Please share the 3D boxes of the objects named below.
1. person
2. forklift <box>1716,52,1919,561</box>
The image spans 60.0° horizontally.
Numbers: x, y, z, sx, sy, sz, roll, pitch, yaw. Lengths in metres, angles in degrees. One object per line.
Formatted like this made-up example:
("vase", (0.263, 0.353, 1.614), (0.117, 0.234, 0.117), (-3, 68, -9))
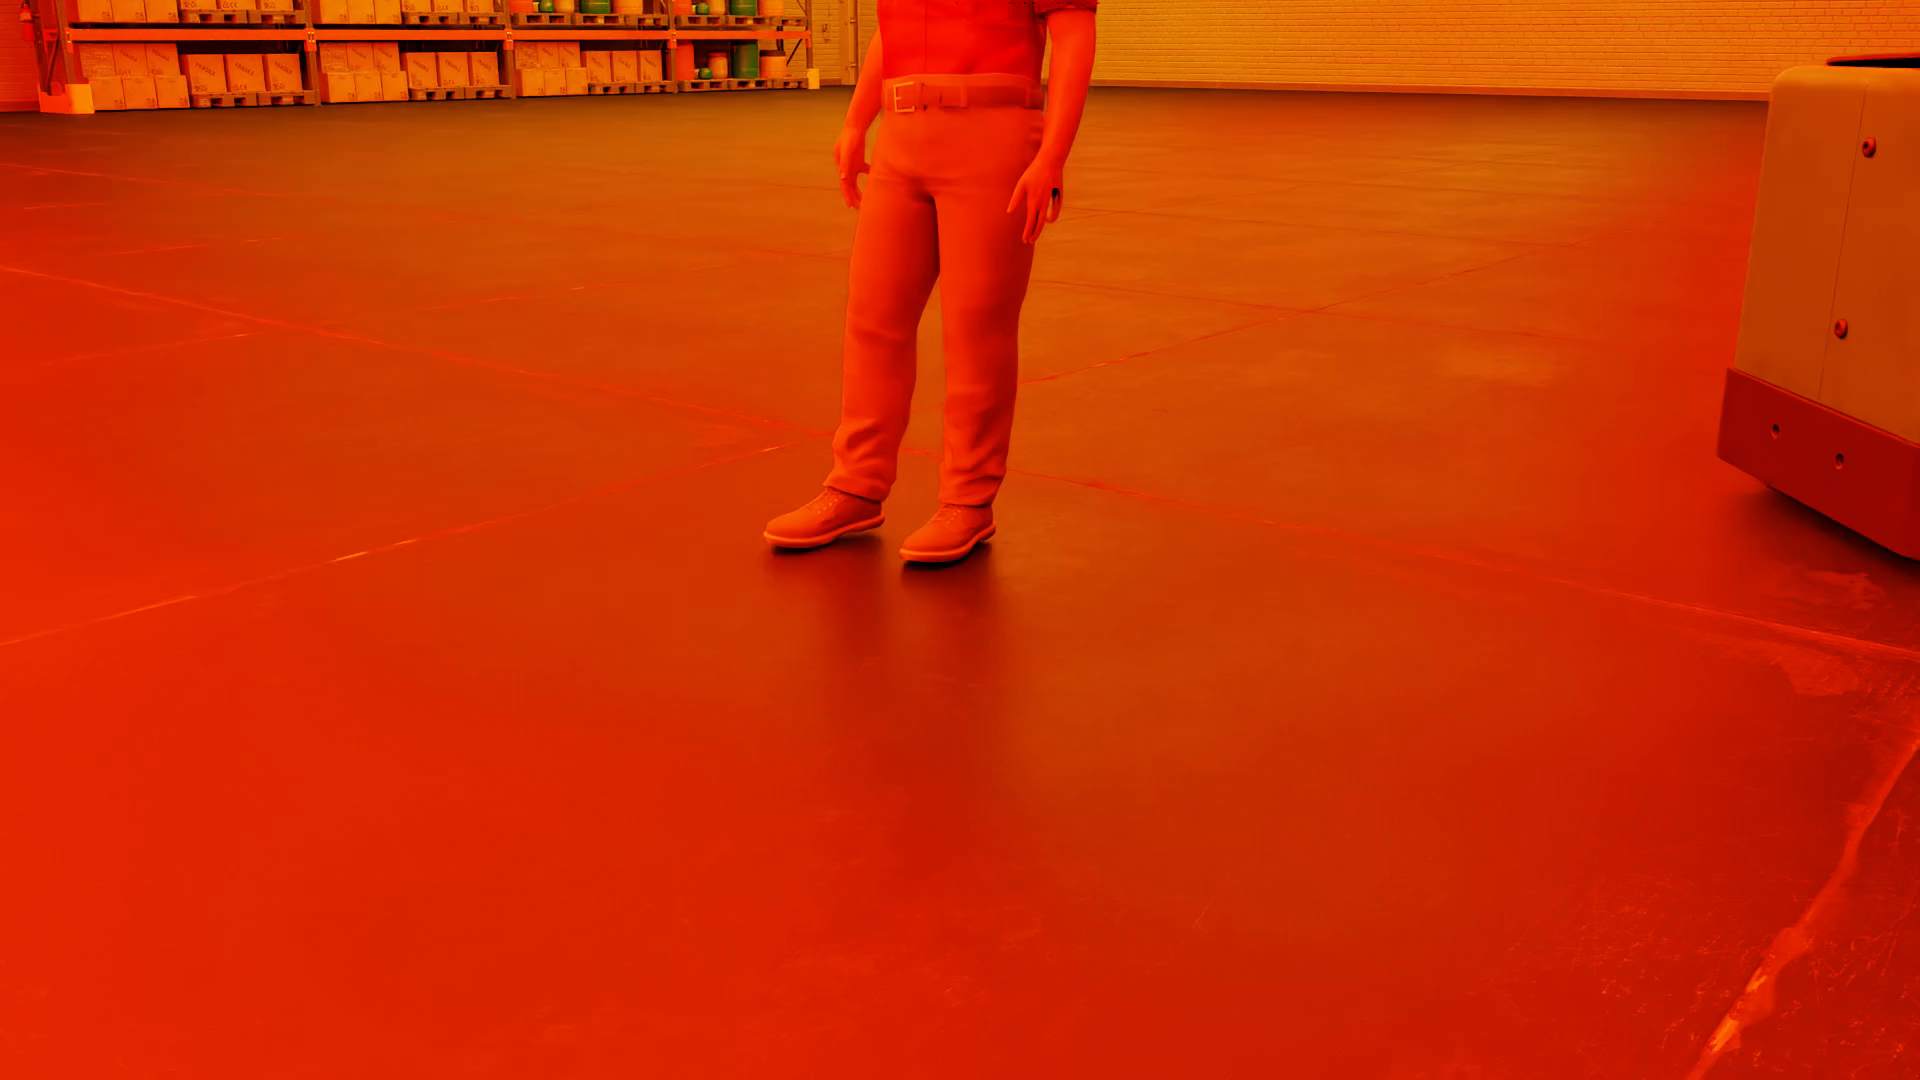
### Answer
("person", (-0.066, -0.816, 3.629), (0.642, 1.727, 0.550), (13, 21, 37))
("forklift", (3.532, -1.434, 3.621), (3.031, 2.935, 1.130), (0, 17, -1))
